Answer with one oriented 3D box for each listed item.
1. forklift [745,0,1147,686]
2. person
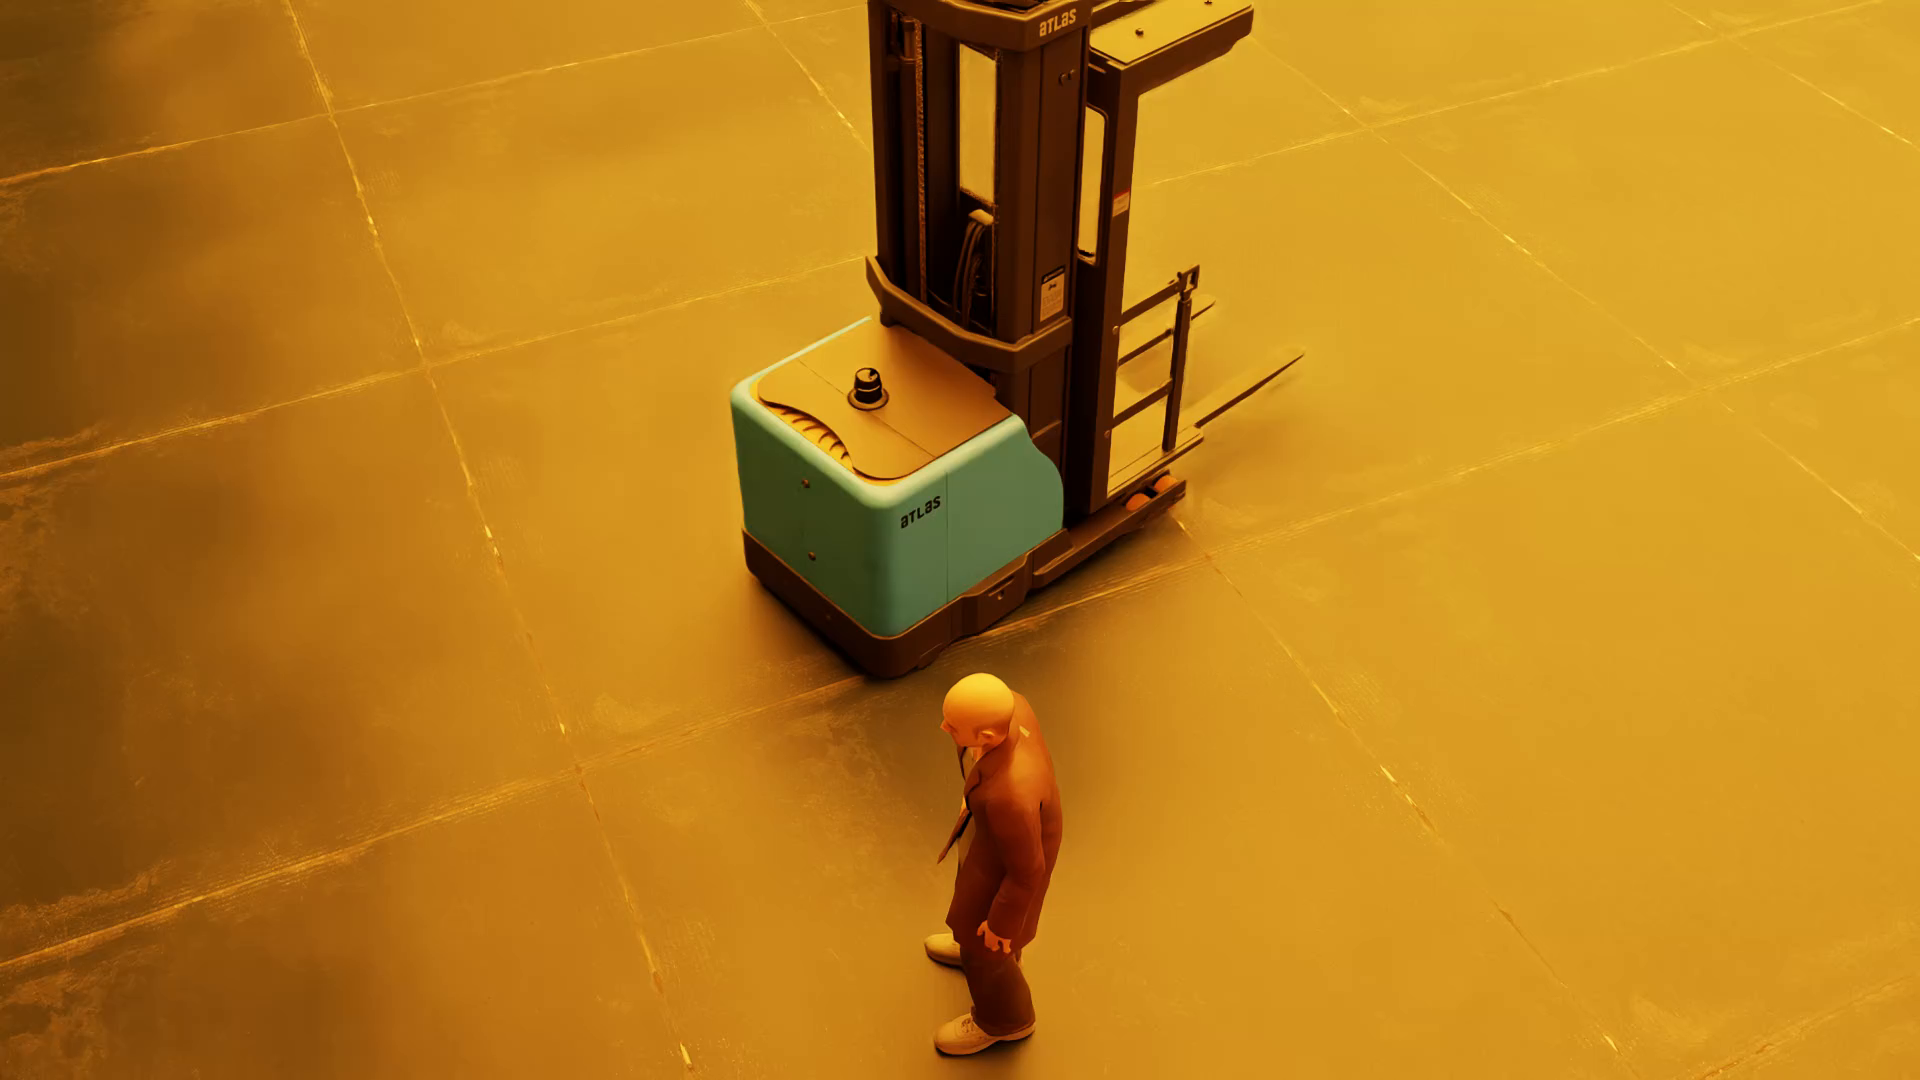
[{"bbox_3d":[-0.262,-1.468,7.253,1.130,2.935,3.031,-16,45,-16],"label":"forklift"},{"bbox_3d":[0.104,1.045,5.410,0.431,1.772,0.648,-5,43,-5],"label":"person"}]
